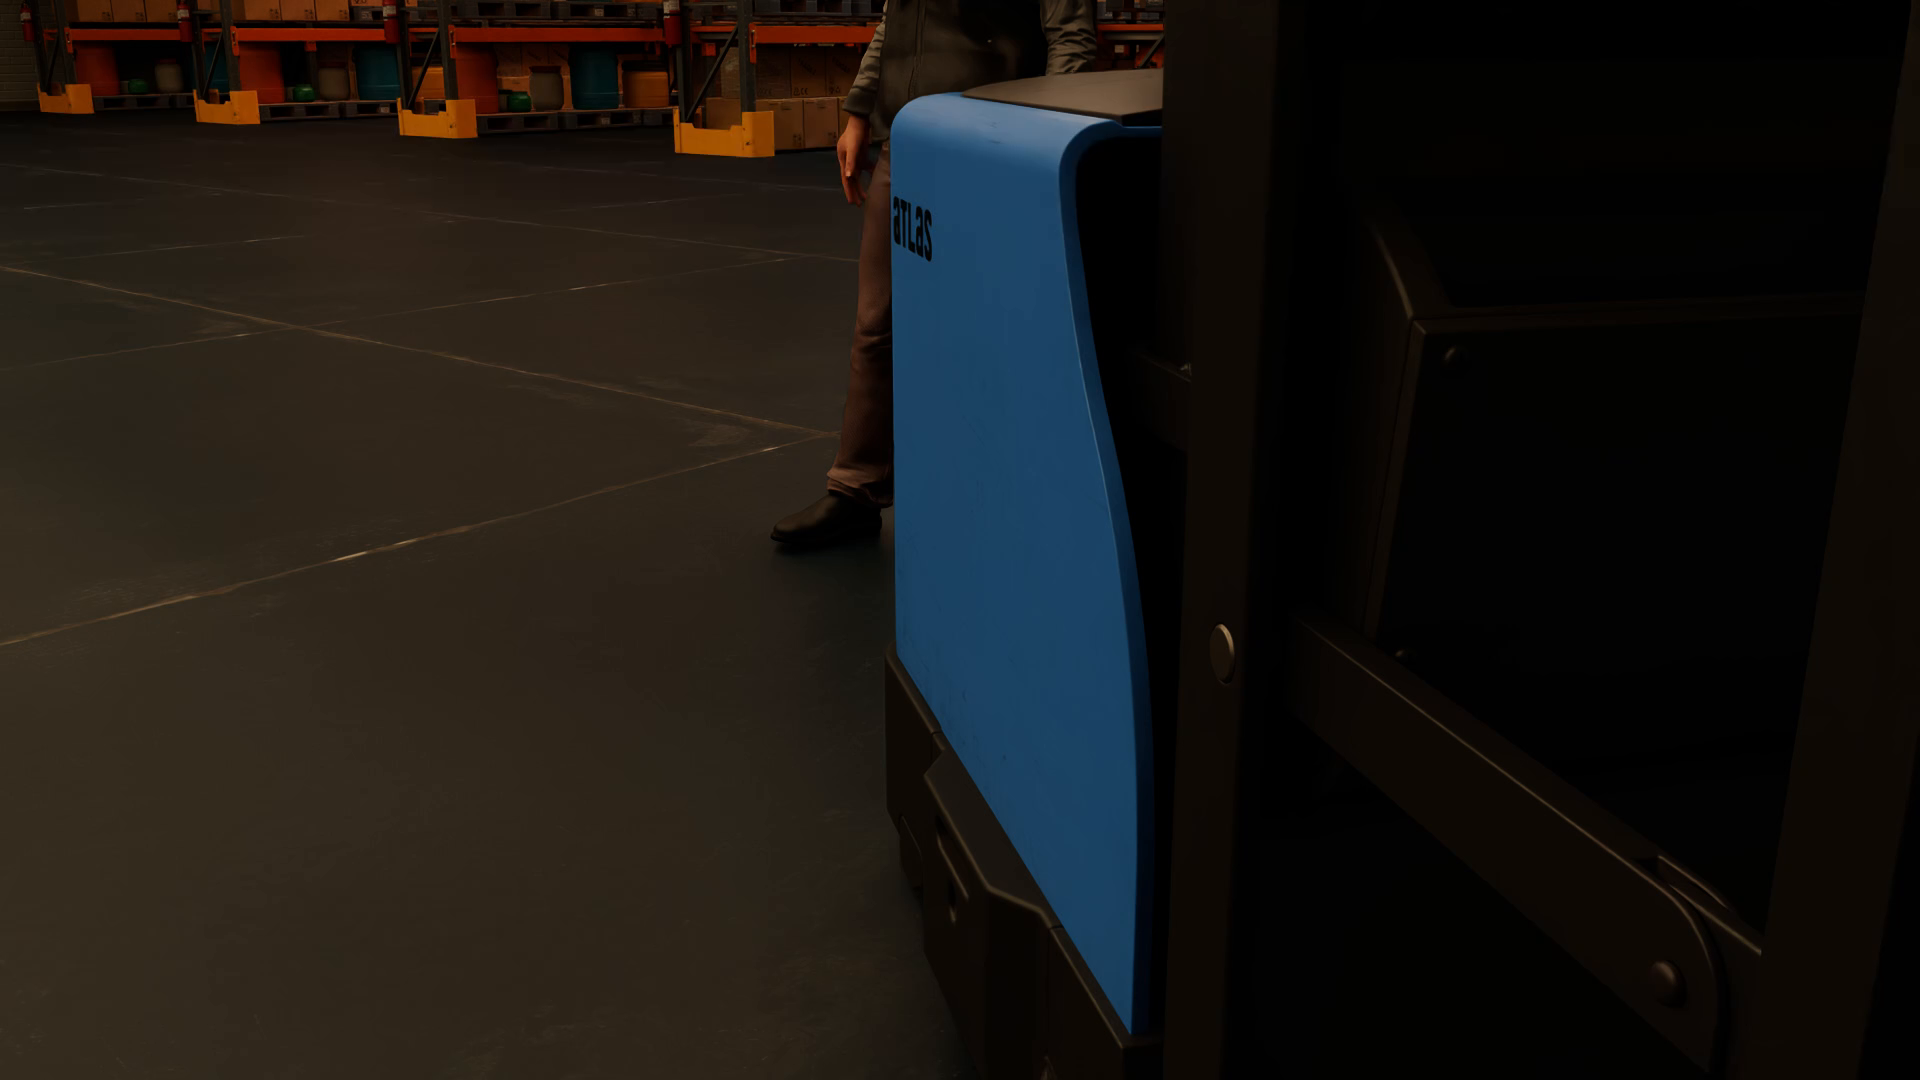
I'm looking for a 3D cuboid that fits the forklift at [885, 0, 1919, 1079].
[{"bbox_3d":[0.757,-0.582,0.814,1.130,2.935,3.031,-4,17,-14],"label":"forklift"}]

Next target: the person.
[{"bbox_3d":[-0.051,-0.817,3.642,0.633,1.721,0.551,13,21,37],"label":"person"}]
